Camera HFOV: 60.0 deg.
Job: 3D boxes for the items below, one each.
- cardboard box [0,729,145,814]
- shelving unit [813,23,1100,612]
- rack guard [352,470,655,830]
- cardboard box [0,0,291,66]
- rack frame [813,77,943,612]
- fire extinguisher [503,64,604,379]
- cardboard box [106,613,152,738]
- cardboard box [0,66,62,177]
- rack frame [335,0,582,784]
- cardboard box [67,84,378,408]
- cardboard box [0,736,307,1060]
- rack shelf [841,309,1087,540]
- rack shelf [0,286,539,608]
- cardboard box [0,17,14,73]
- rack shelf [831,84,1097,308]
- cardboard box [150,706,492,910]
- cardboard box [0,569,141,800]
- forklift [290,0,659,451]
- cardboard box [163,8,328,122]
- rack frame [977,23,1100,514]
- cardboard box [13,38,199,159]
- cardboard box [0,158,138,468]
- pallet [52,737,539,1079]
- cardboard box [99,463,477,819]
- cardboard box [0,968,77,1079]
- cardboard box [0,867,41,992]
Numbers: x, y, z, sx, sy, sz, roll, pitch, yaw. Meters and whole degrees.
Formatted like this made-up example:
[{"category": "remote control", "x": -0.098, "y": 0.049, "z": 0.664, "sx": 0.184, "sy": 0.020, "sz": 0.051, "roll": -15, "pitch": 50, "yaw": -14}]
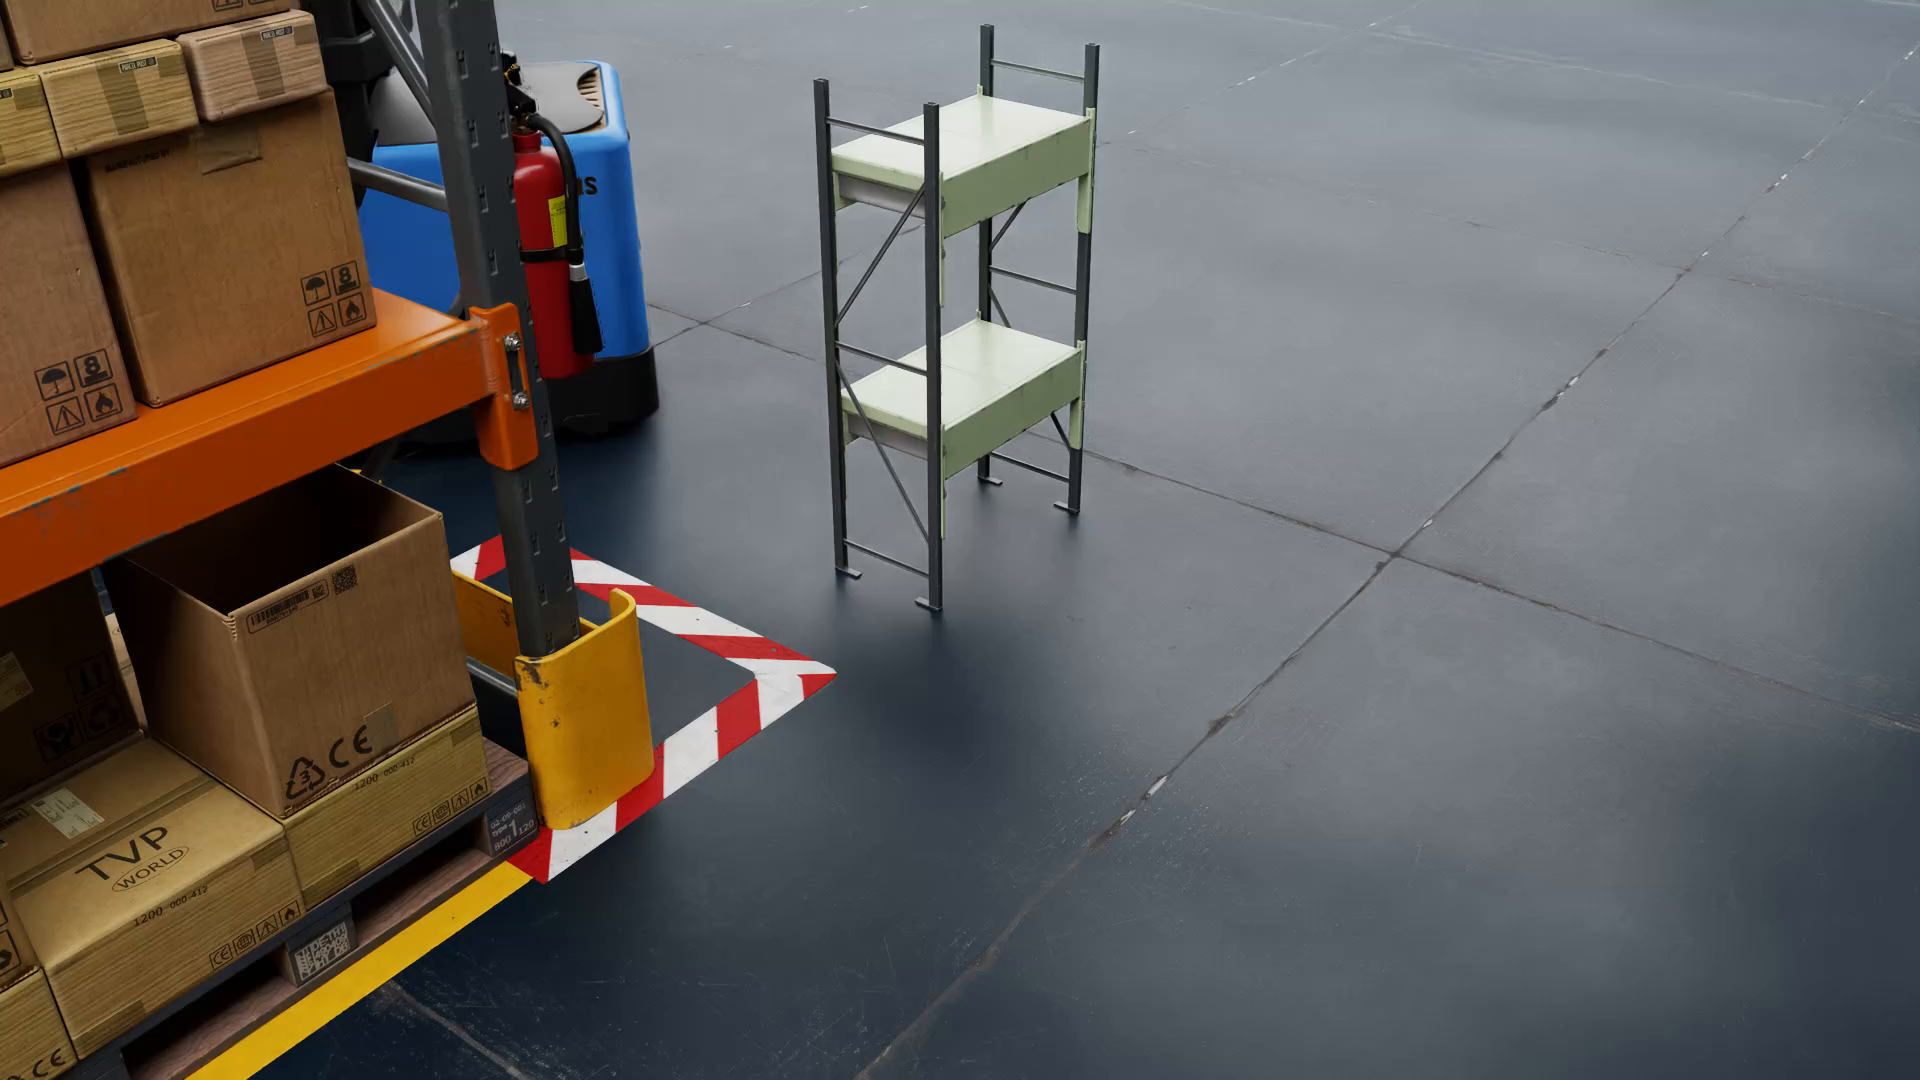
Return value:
[{"category": "cardboard box", "x": -2.140, "y": 0.547, "z": 3.670, "sx": 0.500, "sy": 0.250, "sz": 0.500, "roll": 21, "pitch": 37, "yaw": 31}, {"category": "shelving unit", "x": 0.004, "y": -0.648, "z": 4.872, "sx": 0.431, "sy": 1.500, "sz": 0.755, "roll": 21, "pitch": 37, "yaw": 31}, {"category": "rack guard", "x": -1.325, "y": 0.257, "z": 4.327, "sx": 1.175, "sy": 0.500, "sz": 0.348, "roll": 21, "pitch": 37, "yaw": 31}, {"category": "cardboard box", "x": -1.664, "y": -1.203, "z": 2.967, "sx": 0.700, "sy": 0.500, "sz": 0.500, "roll": 21, "pitch": 37, "yaw": 31}, {"category": "rack frame", "x": -0.217, "y": -0.499, "z": 4.621, "sx": 0.400, "sy": 1.500, "sz": 0.023, "roll": 21, "pitch": 37, "yaw": 31}, {"category": "fire extinguisher", "x": -0.898, "y": -0.681, "z": 3.532, "sx": 0.296, "sy": 0.674, "sz": 0.183, "roll": 21, "pitch": 37, "yaw": 31}, {"category": "cardboard box", "x": -1.841, "y": 0.343, "z": 4.015, "sx": 0.500, "sy": 0.250, "sz": 0.500, "roll": 21, "pitch": 37, "yaw": 31}, {"category": "cardboard box", "x": -1.730, "y": -0.706, "z": 2.765, "sx": 0.380, "sy": 0.149, "sz": 0.250, "roll": 21, "pitch": 36, "yaw": 31}, {"category": "rack frame", "x": -1.340, "y": -0.809, "z": 3.673, "sx": 1.000, "sy": 3.000, "sz": 0.127, "roll": 21, "pitch": 37, "yaw": 31}, {"category": "cardboard box", "x": -1.632, "y": -0.666, "z": 3.334, "sx": 0.700, "sy": 0.500, "sz": 0.500, "roll": 21, "pitch": 37, "yaw": 31}, {"category": "cardboard box", "x": -1.720, "y": 0.709, "z": 3.396, "sx": 0.500, "sy": 0.250, "sz": 0.500, "roll": 21, "pitch": 37, "yaw": 31}, {"category": "rack shelf", "x": 0.004, "y": -0.367, "z": 5.038, "sx": 0.431, "sy": 0.370, "sz": 0.720, "roll": 21, "pitch": 37, "yaw": 31}, {"category": "rack shelf", "x": -2.547, "y": 0.313, "z": 2.485, "sx": 1.077, "sy": 0.370, "sz": 4.000, "roll": 21, "pitch": 37, "yaw": 31}, {"category": "cardboard box", "x": -1.977, "y": -0.987, "z": 2.603, "sx": 0.700, "sy": 0.500, "sz": 0.500, "roll": 20, "pitch": 36, "yaw": 30}, {"category": "rack shelf", "x": 0.004, "y": -0.984, "z": 4.673, "sx": 0.431, "sy": 0.370, "sz": 0.720, "roll": 21, "pitch": 37, "yaw": 31}, {"category": "cardboard box", "x": -1.428, "y": 0.502, "z": 3.746, "sx": 0.500, "sy": 0.250, "sz": 0.500, "roll": 21, "pitch": 37, "yaw": 31}, {"category": "cardboard box", "x": -2.141, "y": 0.224, "z": 3.479, "sx": 0.500, "sy": 0.500, "sz": 0.500, "roll": 21, "pitch": 37, "yaw": 31}, {"category": "forklift", "x": -2.640, "y": -1.722, "z": 5.281, "sx": 3.031, "sy": 2.935, "sz": 1.130, "roll": -6, "pitch": 31, "yaw": -11}, {"category": "cardboard box", "x": -1.419, "y": -0.917, "z": 3.121, "sx": 0.380, "sy": 0.149, "sz": 0.250, "roll": 20, "pitch": 36, "yaw": 31}, {"category": "rack frame", "x": 0.225, "y": -0.797, "z": 5.123, "sx": 0.400, "sy": 1.500, "sz": 0.023, "roll": 21, "pitch": 37, "yaw": 31}, {"category": "cardboard box", "x": -1.576, "y": -0.810, "z": 2.941, "sx": 0.380, "sy": 0.149, "sz": 0.250, "roll": 22, "pitch": 37, "yaw": 32}, {"category": "cardboard box", "x": -1.945, "y": -0.451, "z": 2.971, "sx": 0.700, "sy": 0.500, "sz": 0.500, "roll": 22, "pitch": 37, "yaw": 32}, {"category": "pallet", "x": -1.768, "y": 0.714, "z": 3.838, "sx": 1.003, "sy": 0.211, "sz": 1.213, "roll": 21, "pitch": 37, "yaw": 31}, {"category": "cardboard box", "x": -1.426, "y": 0.180, "z": 3.553, "sx": 0.500, "sy": 0.500, "sz": 0.500, "roll": 21, "pitch": 37, "yaw": 31}, {"category": "cardboard box", "x": -2.021, "y": 0.913, "z": 3.053, "sx": 0.500, "sy": 0.250, "sz": 0.500, "roll": 21, "pitch": 37, "yaw": 31}, {"category": "cardboard box", "x": -2.018, "y": 0.591, "z": 2.860, "sx": 0.500, "sy": 0.500, "sz": 0.500, "roll": 21, "pitch": 37, "yaw": 31}]
